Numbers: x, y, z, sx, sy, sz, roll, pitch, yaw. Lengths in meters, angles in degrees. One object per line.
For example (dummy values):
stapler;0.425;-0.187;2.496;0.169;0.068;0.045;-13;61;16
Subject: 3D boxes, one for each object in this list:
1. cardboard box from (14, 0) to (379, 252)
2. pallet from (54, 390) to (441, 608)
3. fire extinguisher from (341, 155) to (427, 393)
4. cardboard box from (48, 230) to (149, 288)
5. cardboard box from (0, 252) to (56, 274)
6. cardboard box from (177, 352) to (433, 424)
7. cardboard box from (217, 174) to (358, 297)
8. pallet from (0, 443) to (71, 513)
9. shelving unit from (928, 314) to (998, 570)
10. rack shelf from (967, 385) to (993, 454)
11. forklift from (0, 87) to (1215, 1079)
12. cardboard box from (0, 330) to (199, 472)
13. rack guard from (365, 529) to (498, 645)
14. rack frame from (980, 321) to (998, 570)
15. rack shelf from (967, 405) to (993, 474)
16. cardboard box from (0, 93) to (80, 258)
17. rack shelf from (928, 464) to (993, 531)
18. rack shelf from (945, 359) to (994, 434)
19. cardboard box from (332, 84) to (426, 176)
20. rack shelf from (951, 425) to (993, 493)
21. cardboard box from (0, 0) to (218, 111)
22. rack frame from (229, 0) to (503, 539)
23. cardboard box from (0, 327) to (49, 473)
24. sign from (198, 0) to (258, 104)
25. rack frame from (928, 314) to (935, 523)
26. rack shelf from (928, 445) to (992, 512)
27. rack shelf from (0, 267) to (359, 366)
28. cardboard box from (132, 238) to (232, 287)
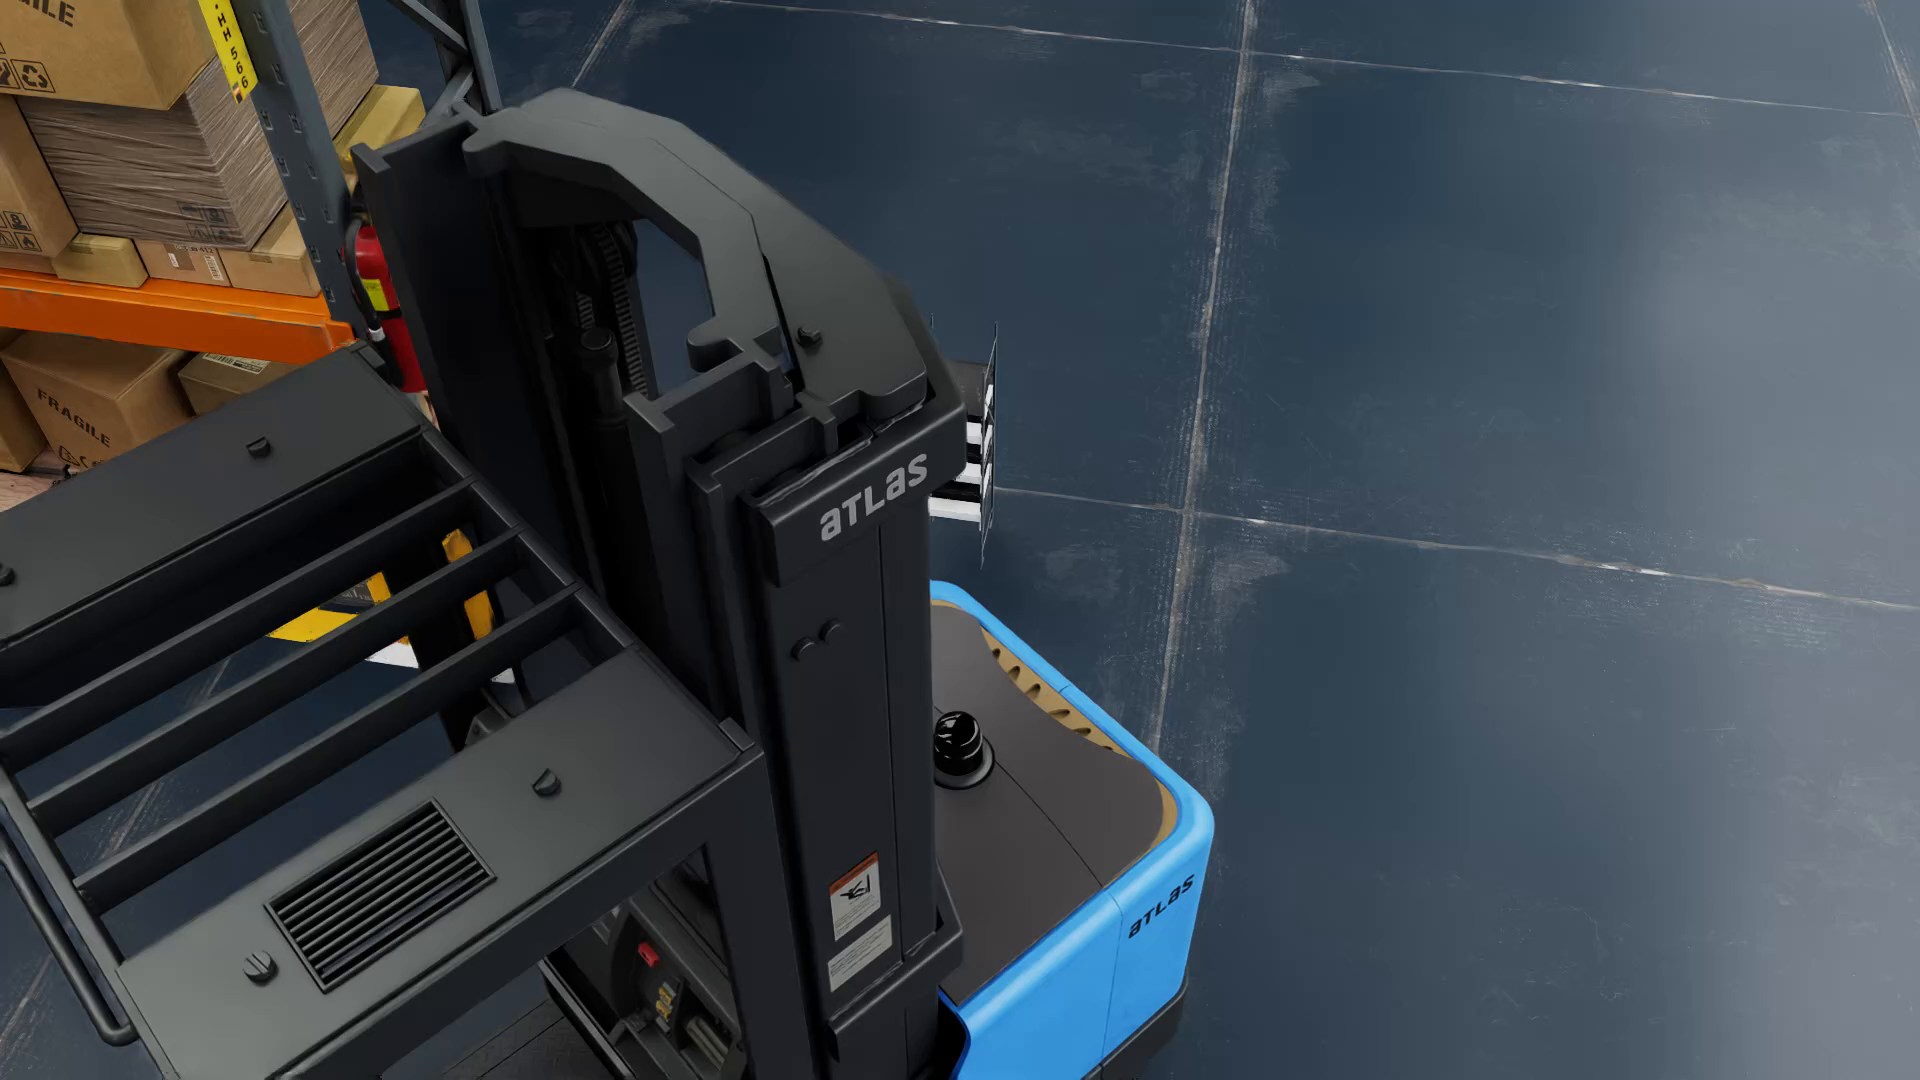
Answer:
cardboard box;-2.090;-1.295;4.629;0.500;0.500;0.875;8;49;7
pallet;-2.421;-0.280;5.860;1.213;0.211;1.003;8;49;7
fire extinguisher;-1.523;-0.691;4.406;0.183;0.674;0.296;8;49;7
cardboard box;-2.372;-0.900;4.711;0.250;0.149;0.380;8;49;7
cardboard box;-2.615;-0.945;4.751;0.250;0.149;0.380;8;49;7
cardboard box;-2.165;-0.469;5.553;0.500;0.500;0.500;16;50;14
cardboard box;-1.871;-0.871;4.685;0.250;0.149;0.380;8;49;7
pallet;-3.618;-0.443;6.006;1.213;0.211;1.003;8;49;7
shelving unit;-0.008;-0.302;5.416;0.210;0.900;0.258;8;49;7
rack shelf;-0.008;-0.400;5.307;0.200;0.077;0.258;8;49;7
forklift;-0.843;0.811;3.051;3.031;2.935;1.130;-33;56;-26
cardboard box;-2.759;-0.523;5.601;0.500;0.500;0.500;19;51;17
rack guard;-1.628;-0.243;5.633;0.348;0.500;1.175;8;49;7
rack frame;0.092;-0.288;5.404;0.006;0.900;0.240;8;49;7
rack shelf;-0.008;-0.340;5.374;0.200;0.077;0.258;8;49;7
cardboard box;-2.603;-1.273;4.610;0.500;0.500;0.875;8;49;7
rack shelf;-0.008;-0.159;5.575;0.200;0.077;0.258;8;49;7
rack shelf;-0.008;-0.460;5.240;0.200;0.077;0.258;8;49;7
cardboard box;-1.791;-1.197;4.978;0.250;0.149;0.380;8;49;7
rack shelf;-0.008;-0.280;5.441;0.200;0.077;0.258;8;49;7
cardboard box;-2.139;-1.428;4.077;0.500;0.500;0.500;8;49;7
rack frame;-1.553;-1.069;4.694;0.127;3.000;1.000;8;49;7
cardboard box;-3.372;-0.619;5.688;0.500;0.500;0.500;12;49;10
sign;-1.672;-1.158;3.783;0.005;0.325;0.100;8;49;7
rack frame;-0.108;-0.315;5.428;0.006;0.900;0.240;8;49;7
rack shelf;-0.008;-0.219;5.508;0.200;0.077;0.258;8;49;7
rack shelf;-3.522;-1.093;5.199;4.000;0.370;1.077;8;49;7
cardboard box;-2.117;-0.905;4.715;0.250;0.149;0.380;8;49;7
